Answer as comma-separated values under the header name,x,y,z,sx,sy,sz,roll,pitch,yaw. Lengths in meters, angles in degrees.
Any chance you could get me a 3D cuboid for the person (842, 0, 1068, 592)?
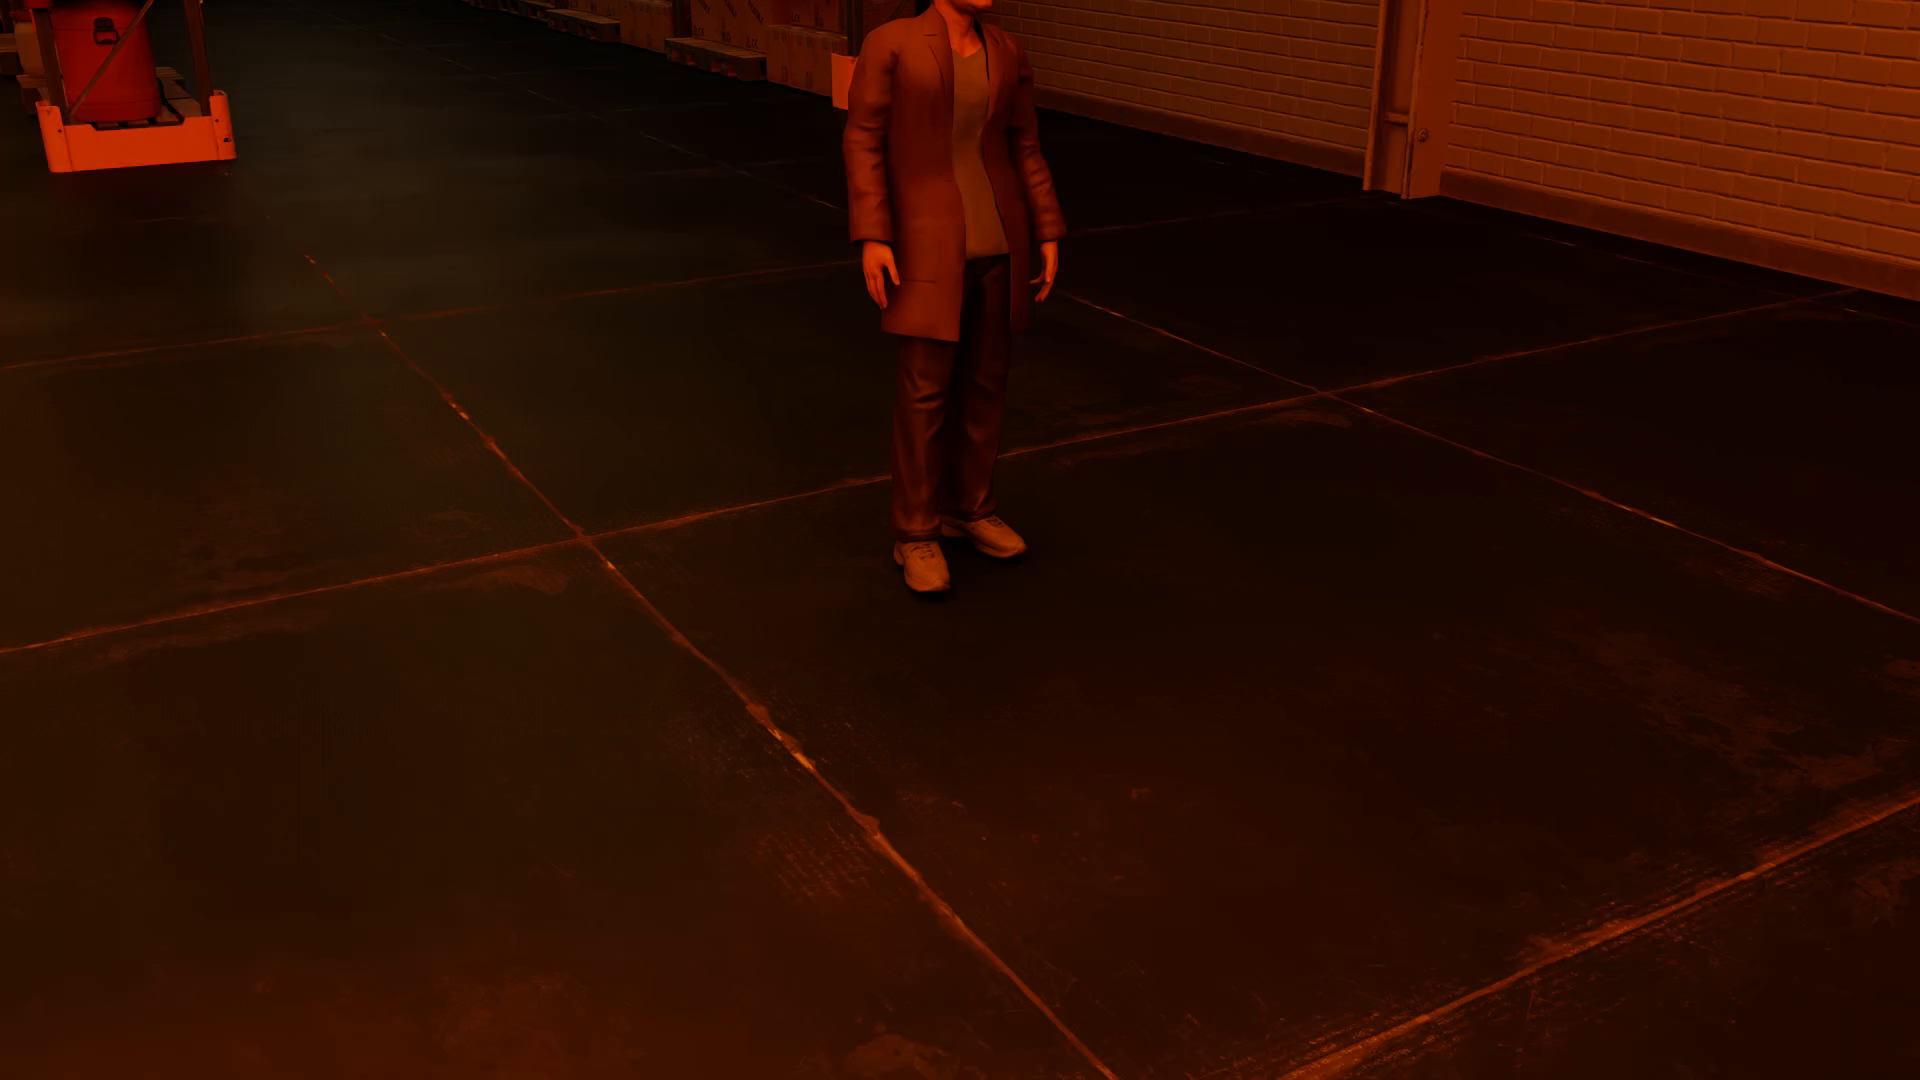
name,x,y,z,sx,sy,sz,roll,pitch,yaw
person,0.041,-0.799,4.719,0.696,1.776,0.582,-12,25,-28
